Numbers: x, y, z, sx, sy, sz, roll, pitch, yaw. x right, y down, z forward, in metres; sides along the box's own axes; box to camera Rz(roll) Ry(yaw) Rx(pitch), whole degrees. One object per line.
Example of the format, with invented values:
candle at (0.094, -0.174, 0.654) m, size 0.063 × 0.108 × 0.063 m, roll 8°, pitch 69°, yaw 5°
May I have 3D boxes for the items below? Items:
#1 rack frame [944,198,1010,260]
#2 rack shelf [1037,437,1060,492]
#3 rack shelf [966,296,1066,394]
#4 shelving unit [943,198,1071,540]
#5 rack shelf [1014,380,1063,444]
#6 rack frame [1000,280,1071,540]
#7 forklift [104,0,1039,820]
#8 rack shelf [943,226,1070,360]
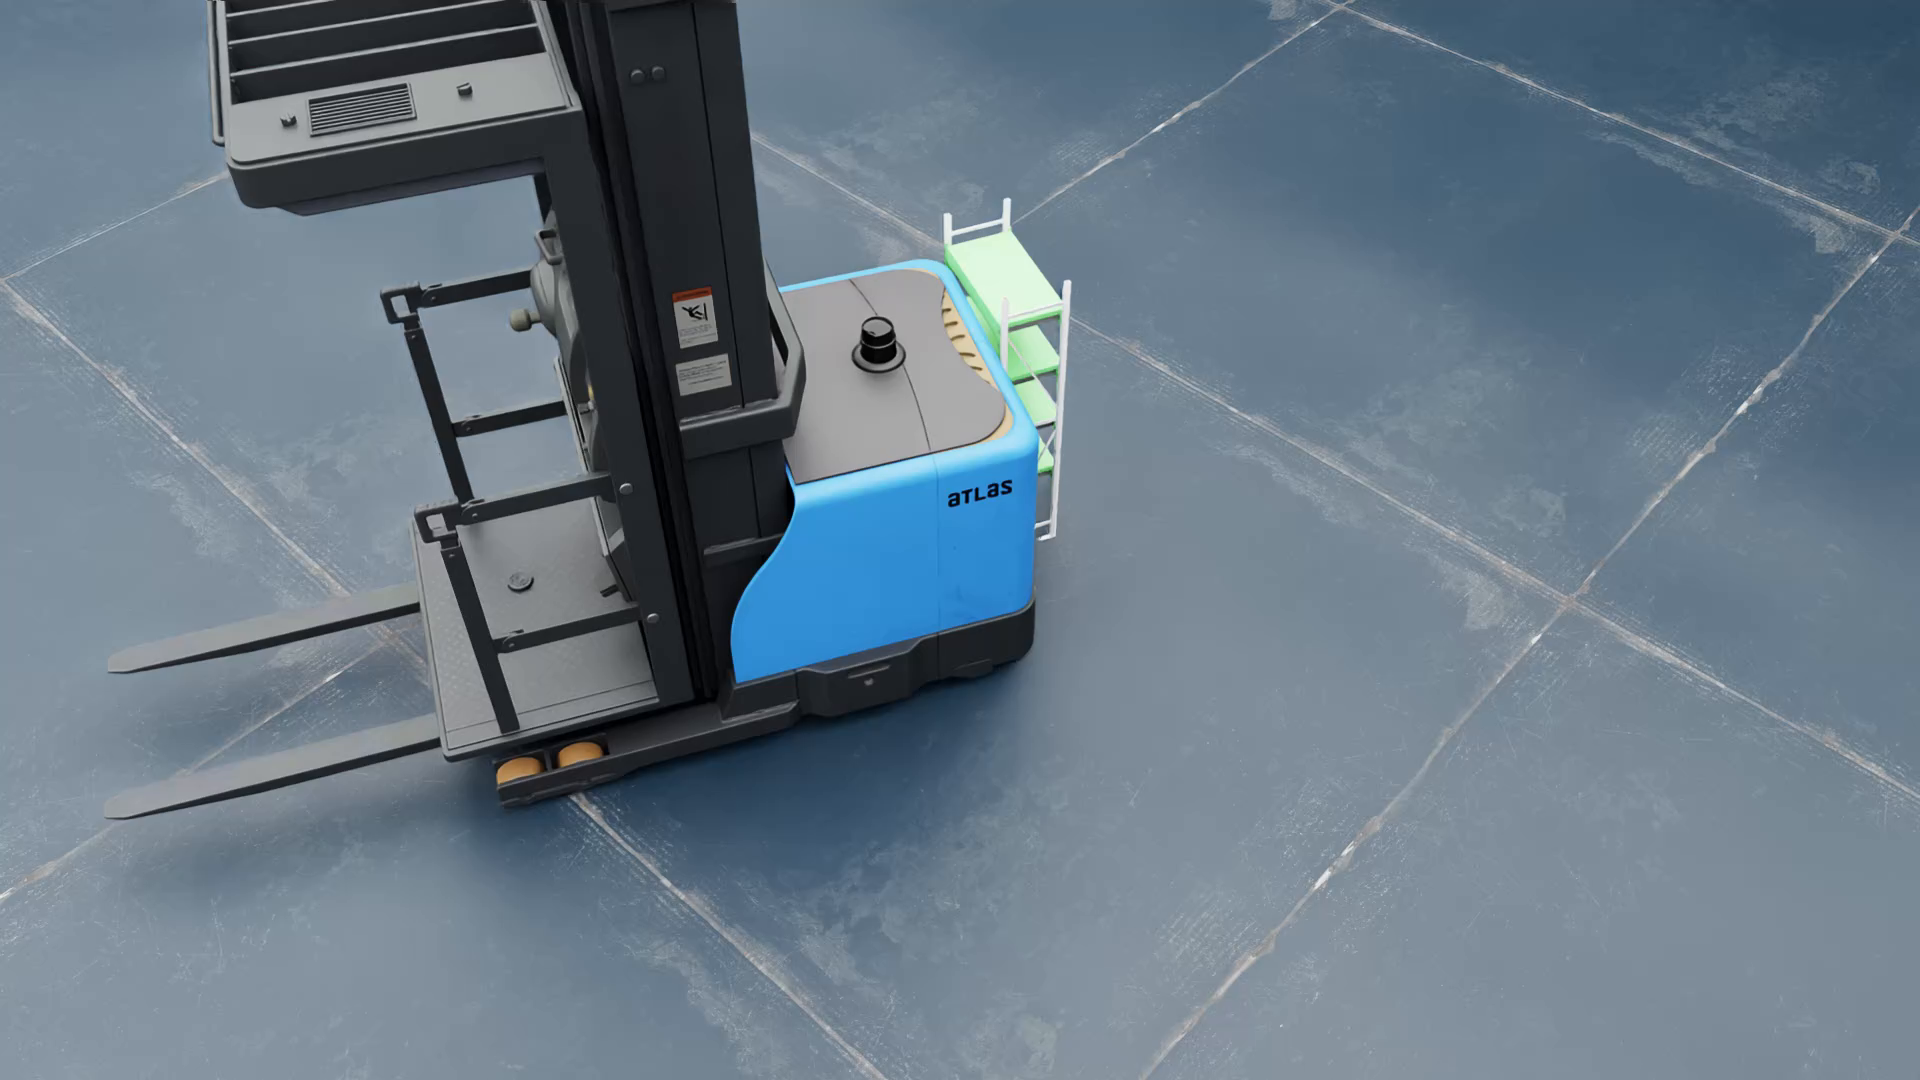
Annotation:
rack frame at (0.060, -0.724, 6.107) m, size 0.240 × 1.200 × 0.015 m, roll -17°, pitch 49°, yaw -15°
rack shelf at (0.153, -0.351, 6.174) m, size 0.258 × 0.148 × 0.480 m, roll -17°, pitch 49°, yaw -15°
rack shelf at (0.153, -0.680, 5.824) m, size 0.258 × 0.148 × 0.480 m, roll -17°, pitch 49°, yaw -15°
shelving unit at (0.153, -0.559, 5.952) m, size 0.258 × 1.200 × 0.503 m, roll -17°, pitch 49°, yaw -15°
rack shelf at (0.153, -0.516, 5.999) m, size 0.258 × 0.148 × 0.480 m, roll -17°, pitch 49°, yaw -15°
rack frame at (0.246, -0.395, 5.798) m, size 0.240 × 1.200 × 0.015 m, roll -17°, pitch 49°, yaw -15°
forklift at (-1.316, -0.573, 4.777) m, size 3.031 × 2.935 × 1.130 m, roll -14°, pitch 48°, yaw -13°
rack shelf at (0.153, -0.844, 5.649) m, size 0.258 × 0.148 × 0.480 m, roll -17°, pitch 49°, yaw -15°
